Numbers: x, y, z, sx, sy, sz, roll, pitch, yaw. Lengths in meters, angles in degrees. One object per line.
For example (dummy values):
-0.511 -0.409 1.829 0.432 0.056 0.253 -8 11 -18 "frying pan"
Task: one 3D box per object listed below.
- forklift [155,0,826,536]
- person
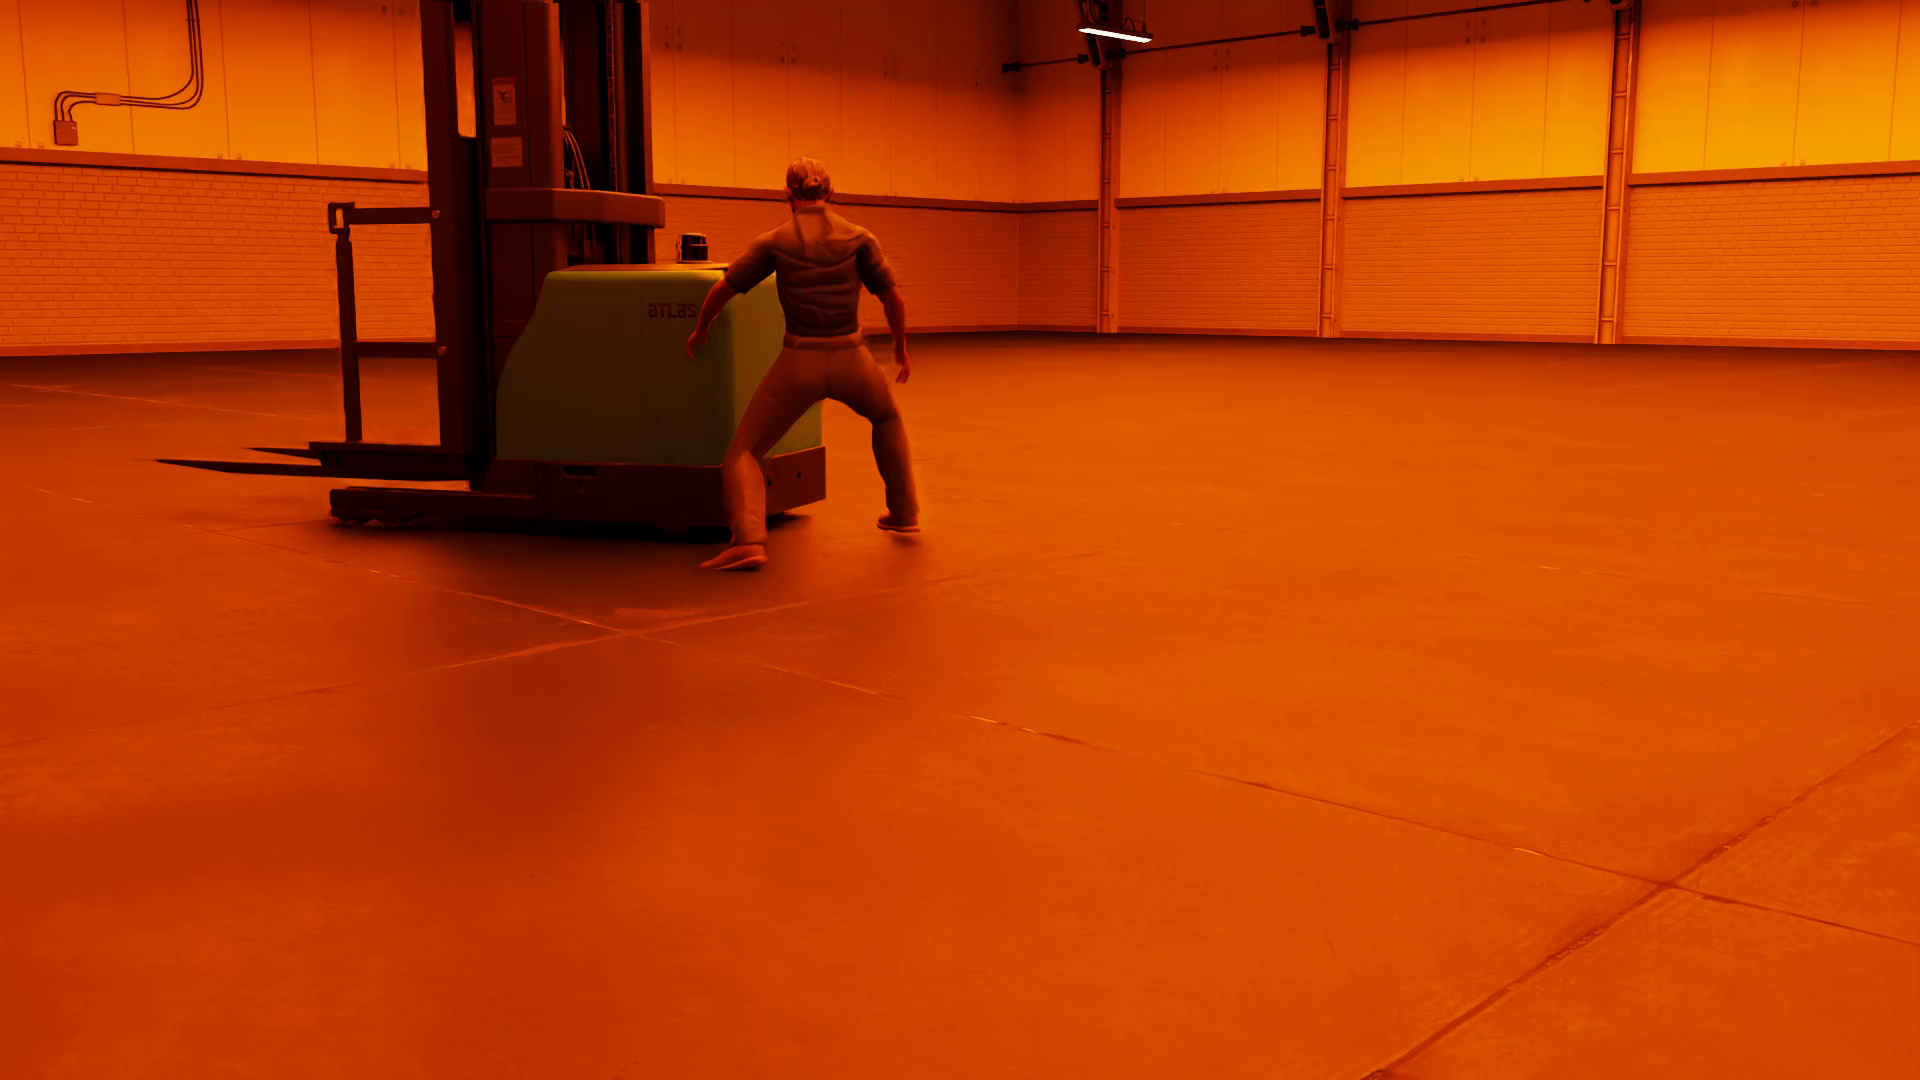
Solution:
-2.176 -1.572 7.315 3.031 2.935 1.130 3 9 19 "forklift"
-0.580 -0.668 6.275 0.906 1.530 0.784 -1 9 -9 "person"
